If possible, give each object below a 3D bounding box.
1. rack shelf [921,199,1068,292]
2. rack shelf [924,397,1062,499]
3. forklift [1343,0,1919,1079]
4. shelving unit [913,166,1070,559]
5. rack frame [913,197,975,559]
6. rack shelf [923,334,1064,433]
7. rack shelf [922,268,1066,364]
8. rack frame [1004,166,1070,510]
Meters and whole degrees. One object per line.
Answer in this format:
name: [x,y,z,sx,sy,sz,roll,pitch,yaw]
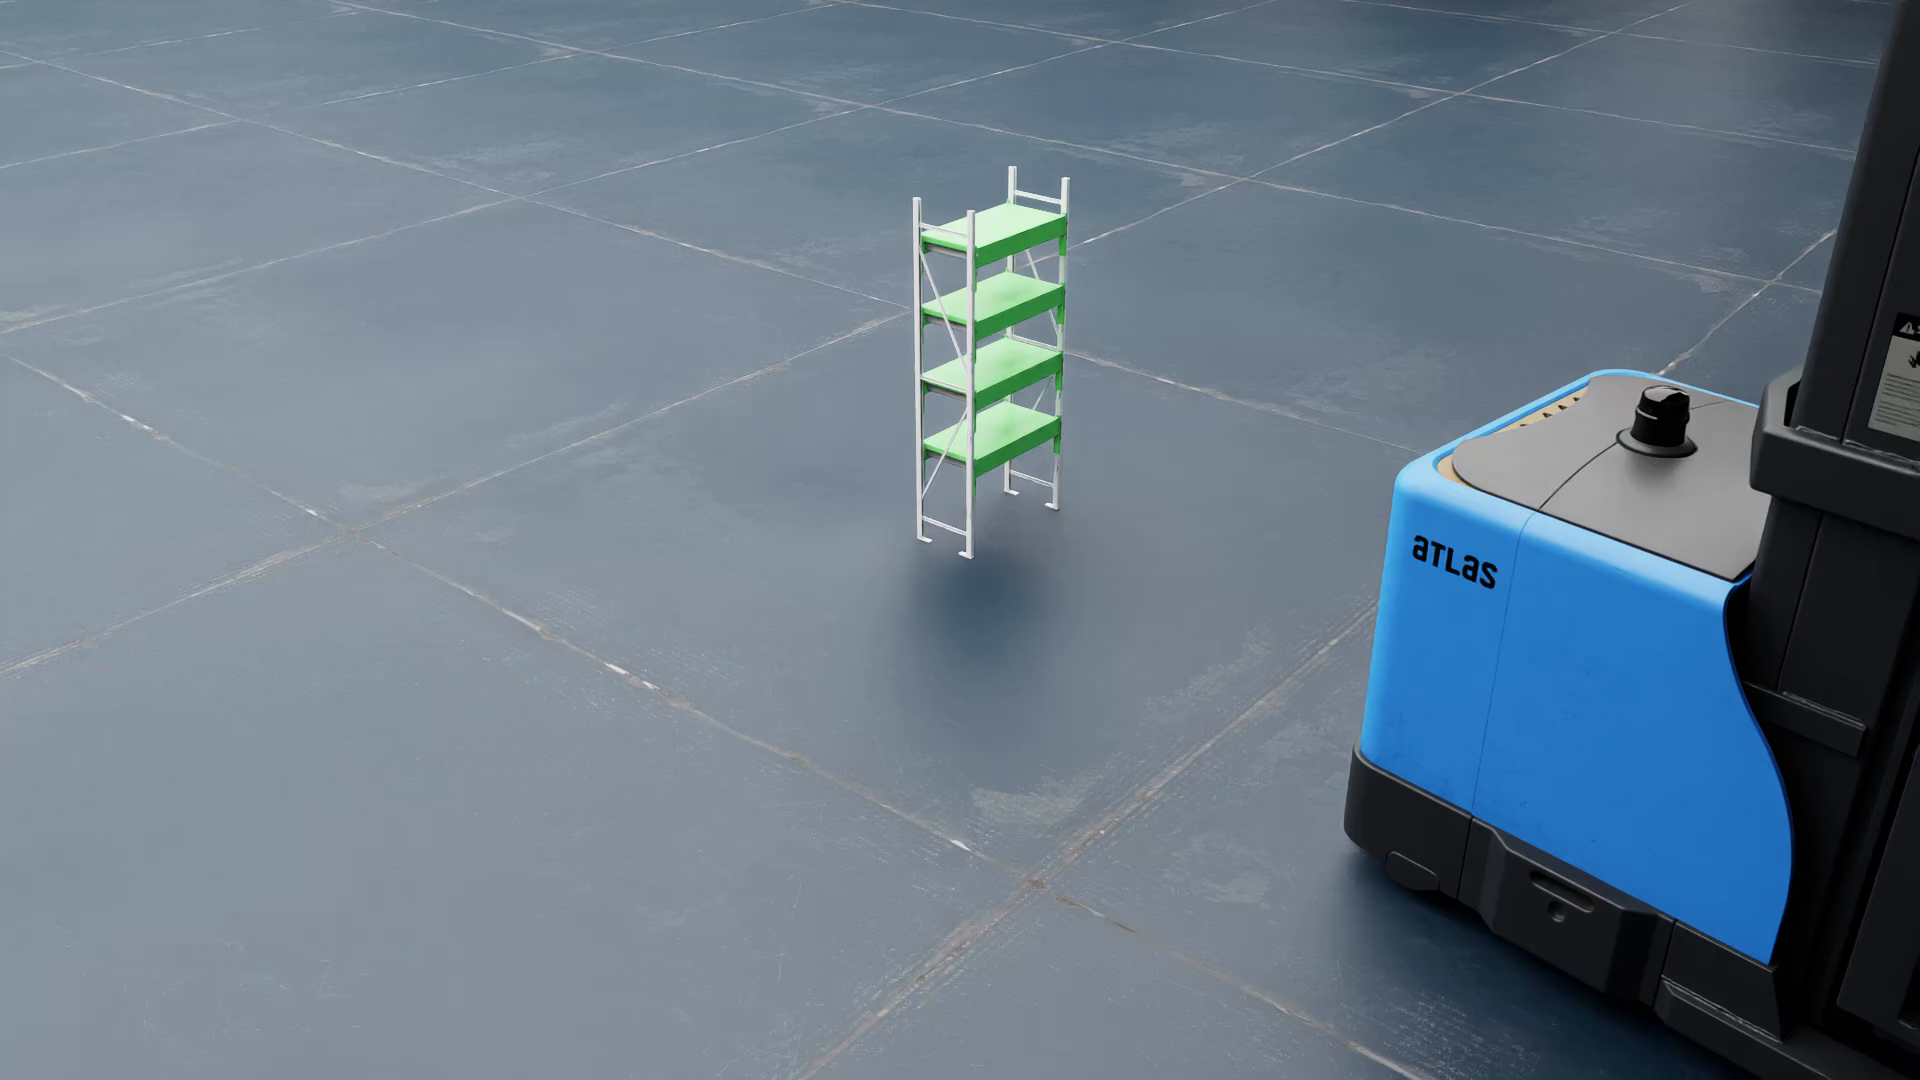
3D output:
rack shelf: [0.105,-0.961,5.397,0.258,0.148,0.480,21,34,34]
rack shelf: [0.105,-0.322,5.727,0.258,0.148,0.480,21,34,34]
forklift: [2.332,-0.162,2.872,1.130,2.935,3.031,-23,35,-37]
shelving unit: [0.105,-0.592,5.588,0.258,1.200,0.503,21,34,34]
rack frame: [-0.050,-0.505,5.421,0.240,1.200,0.015,21,34,34]
rack shelf: [0.105,-0.535,5.617,0.258,0.148,0.480,21,34,34]
rack shelf: [0.105,-0.748,5.507,0.258,0.148,0.480,21,34,34]
rack frame: [0.260,-0.678,5.755,0.240,1.200,0.015,21,34,34]
